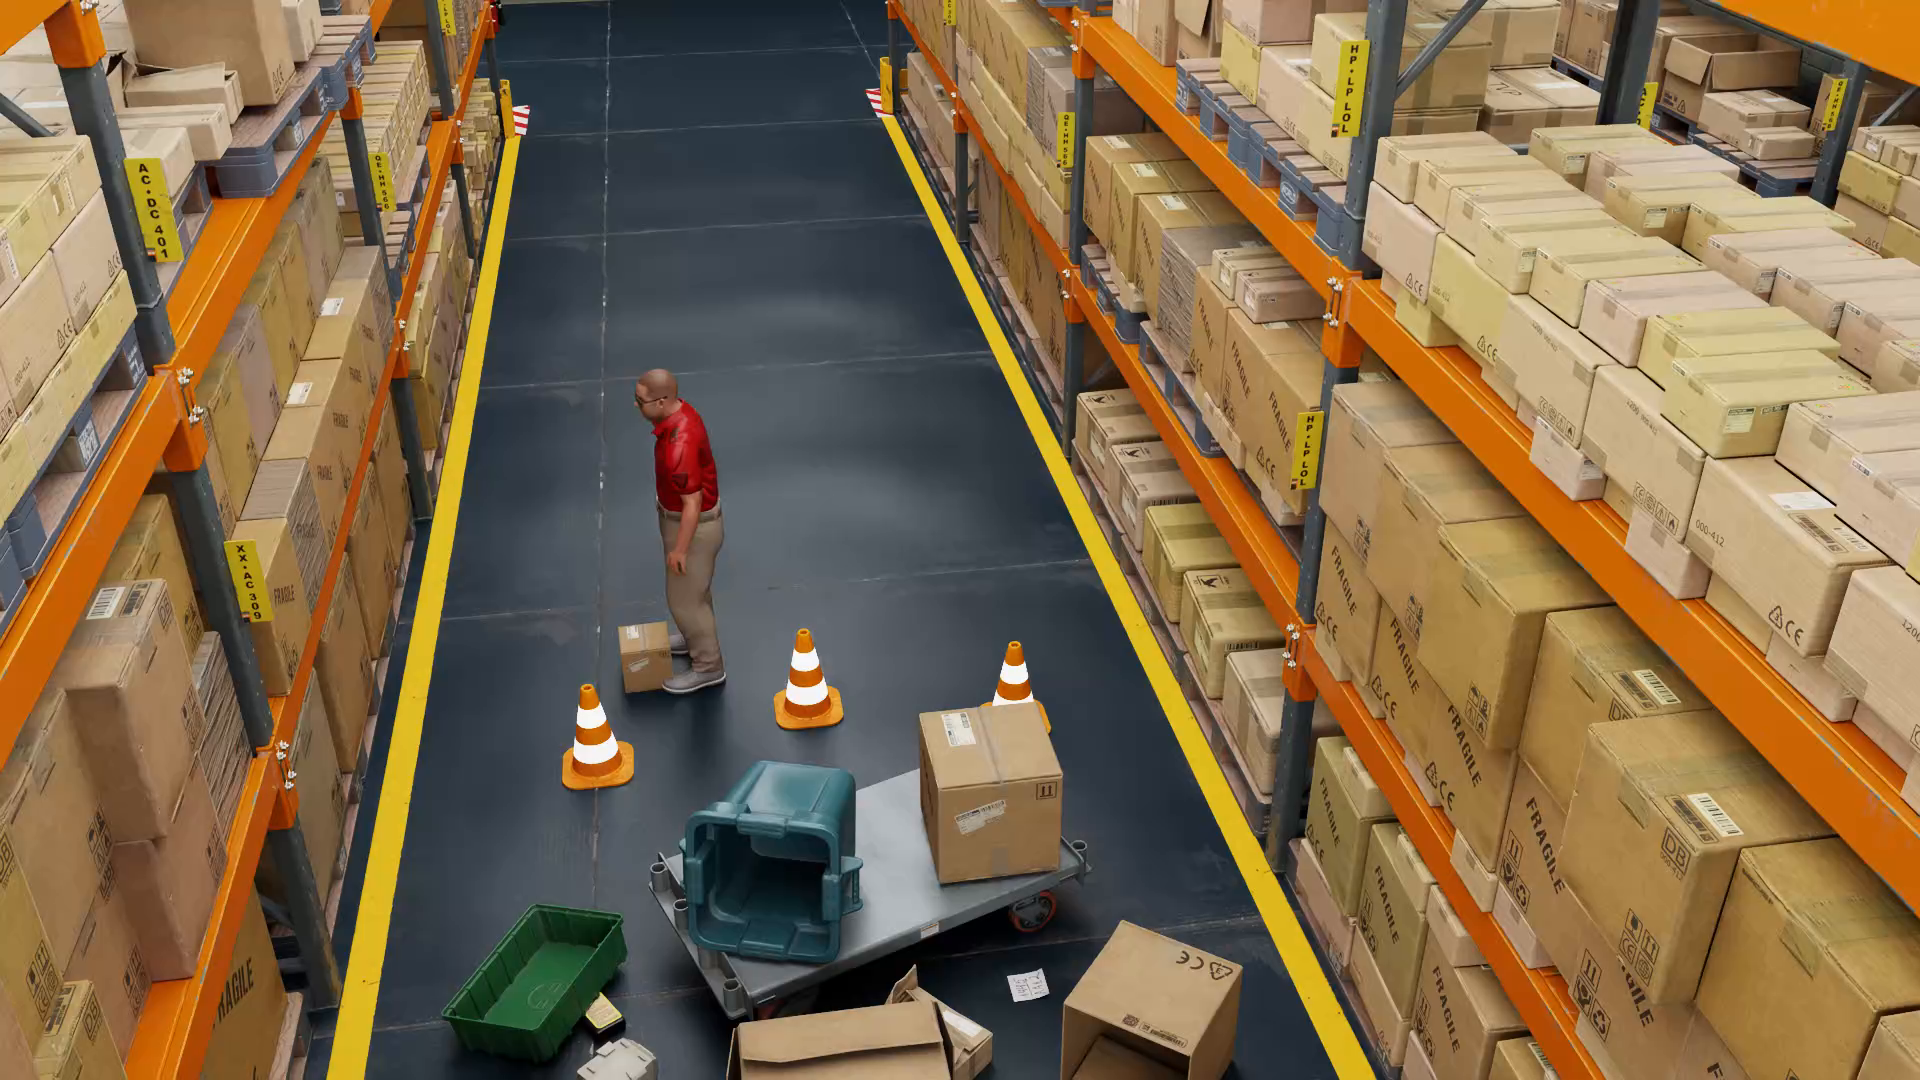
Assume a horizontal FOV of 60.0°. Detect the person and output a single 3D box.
[{"bbox_3d":[-1.374,-0.066,8.256,0.395,1.727,0.587,-5,31,-9],"label":"person"}]
